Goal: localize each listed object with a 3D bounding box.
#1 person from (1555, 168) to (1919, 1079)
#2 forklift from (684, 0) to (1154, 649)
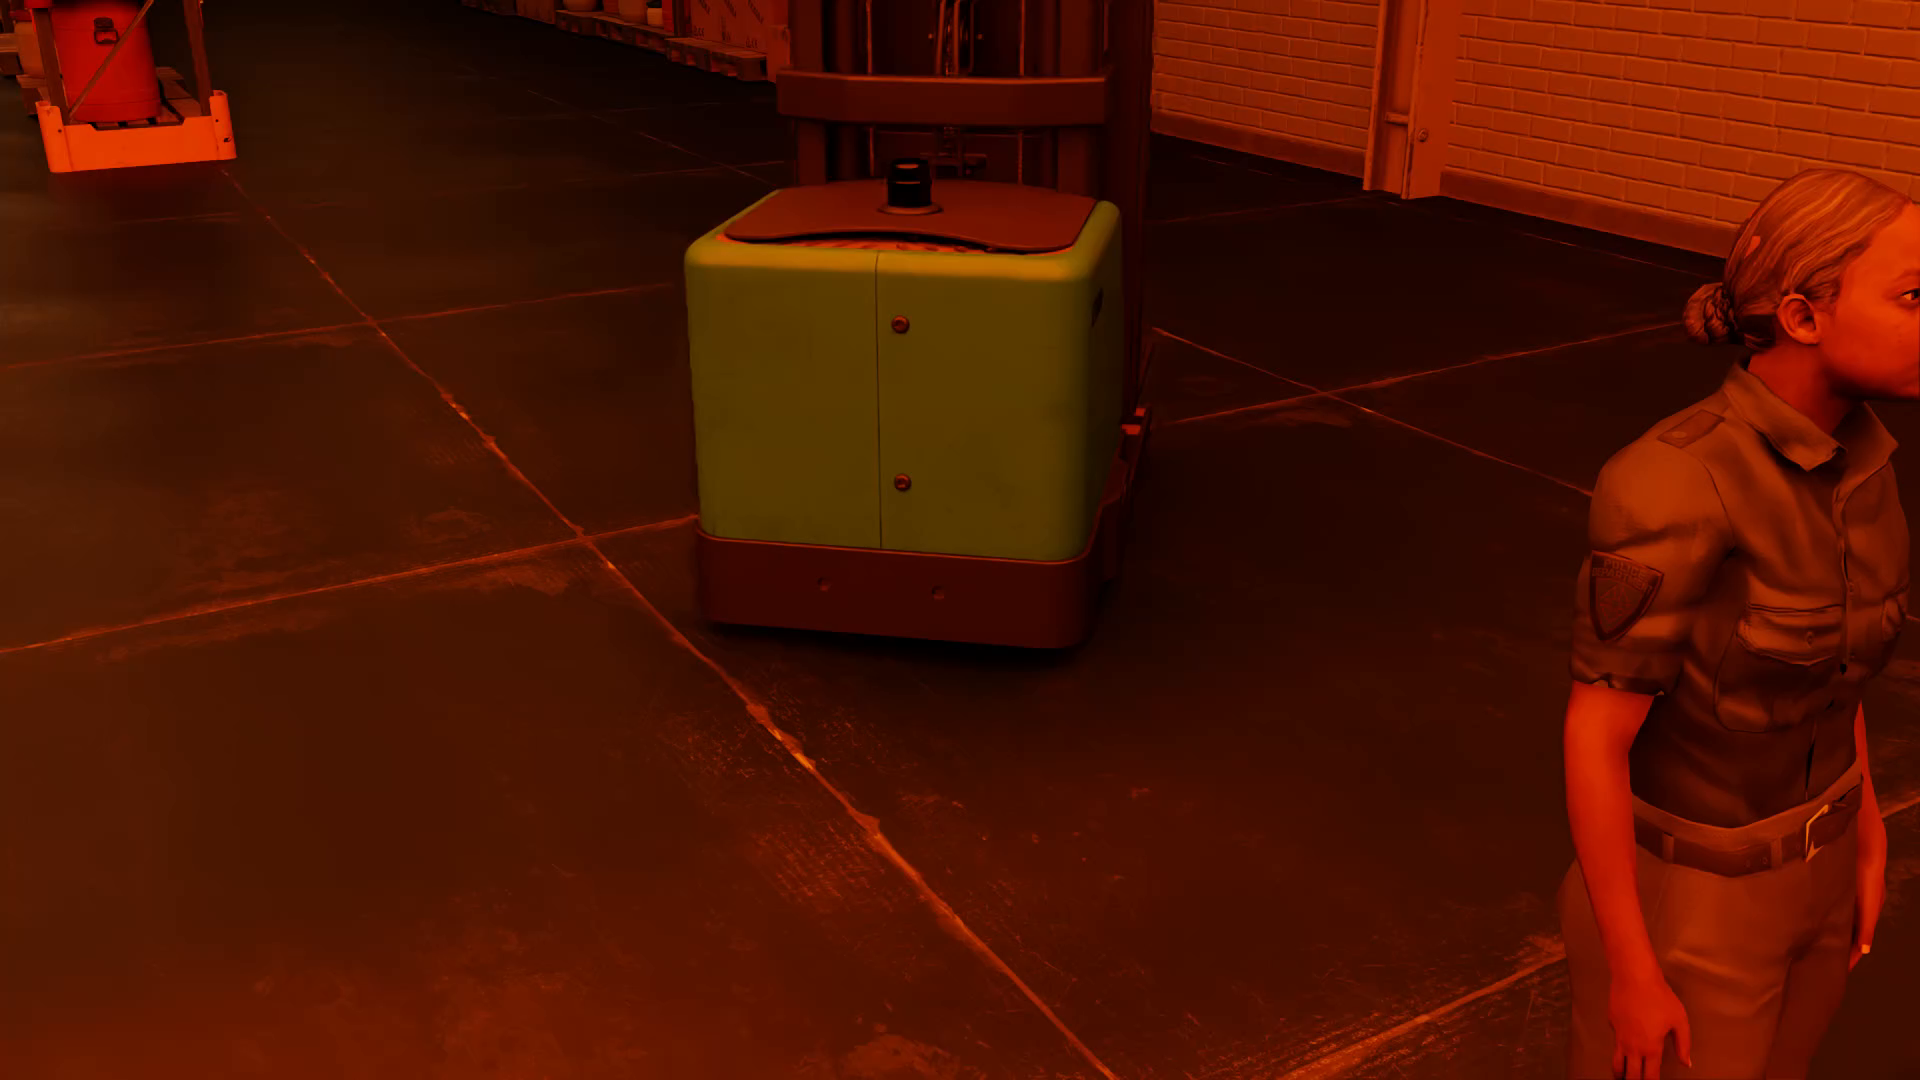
[{"bbox_3d":[0.906,0.450,1.838,0.569,1.655,0.504,-16,27,-34],"label":"person"},{"bbox_3d":[0.073,-1.604,5.182,1.130,2.935,3.031,4,23,10],"label":"forklift"}]
